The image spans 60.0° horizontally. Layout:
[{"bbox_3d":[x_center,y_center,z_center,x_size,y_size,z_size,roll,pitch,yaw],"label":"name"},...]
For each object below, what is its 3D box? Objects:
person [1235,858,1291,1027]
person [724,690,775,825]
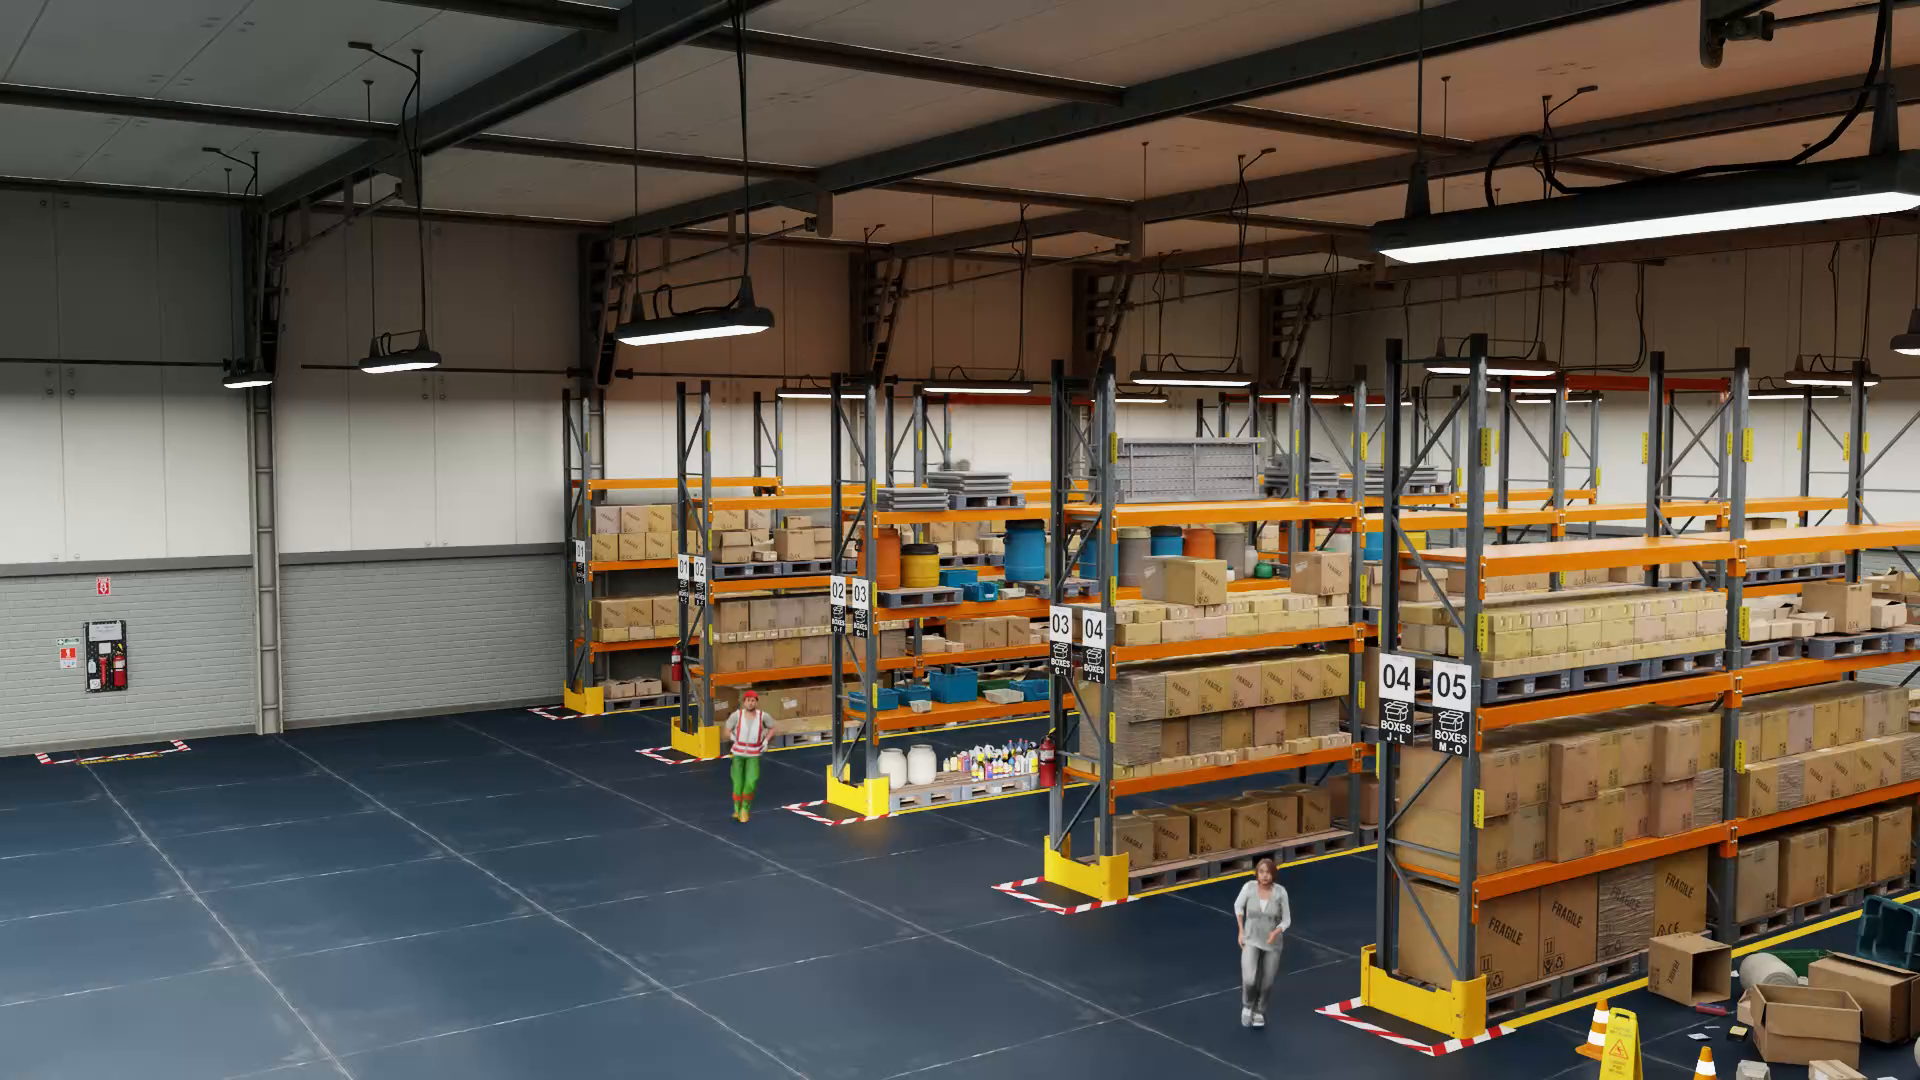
[{"bbox_3d":[2.592,3.468,14.257,0.473,1.528,0.671,1,4,9],"label":"person"},{"bbox_3d":[-2.794,2.875,22.005,0.656,1.786,0.694,0,4,-1],"label":"person"}]
